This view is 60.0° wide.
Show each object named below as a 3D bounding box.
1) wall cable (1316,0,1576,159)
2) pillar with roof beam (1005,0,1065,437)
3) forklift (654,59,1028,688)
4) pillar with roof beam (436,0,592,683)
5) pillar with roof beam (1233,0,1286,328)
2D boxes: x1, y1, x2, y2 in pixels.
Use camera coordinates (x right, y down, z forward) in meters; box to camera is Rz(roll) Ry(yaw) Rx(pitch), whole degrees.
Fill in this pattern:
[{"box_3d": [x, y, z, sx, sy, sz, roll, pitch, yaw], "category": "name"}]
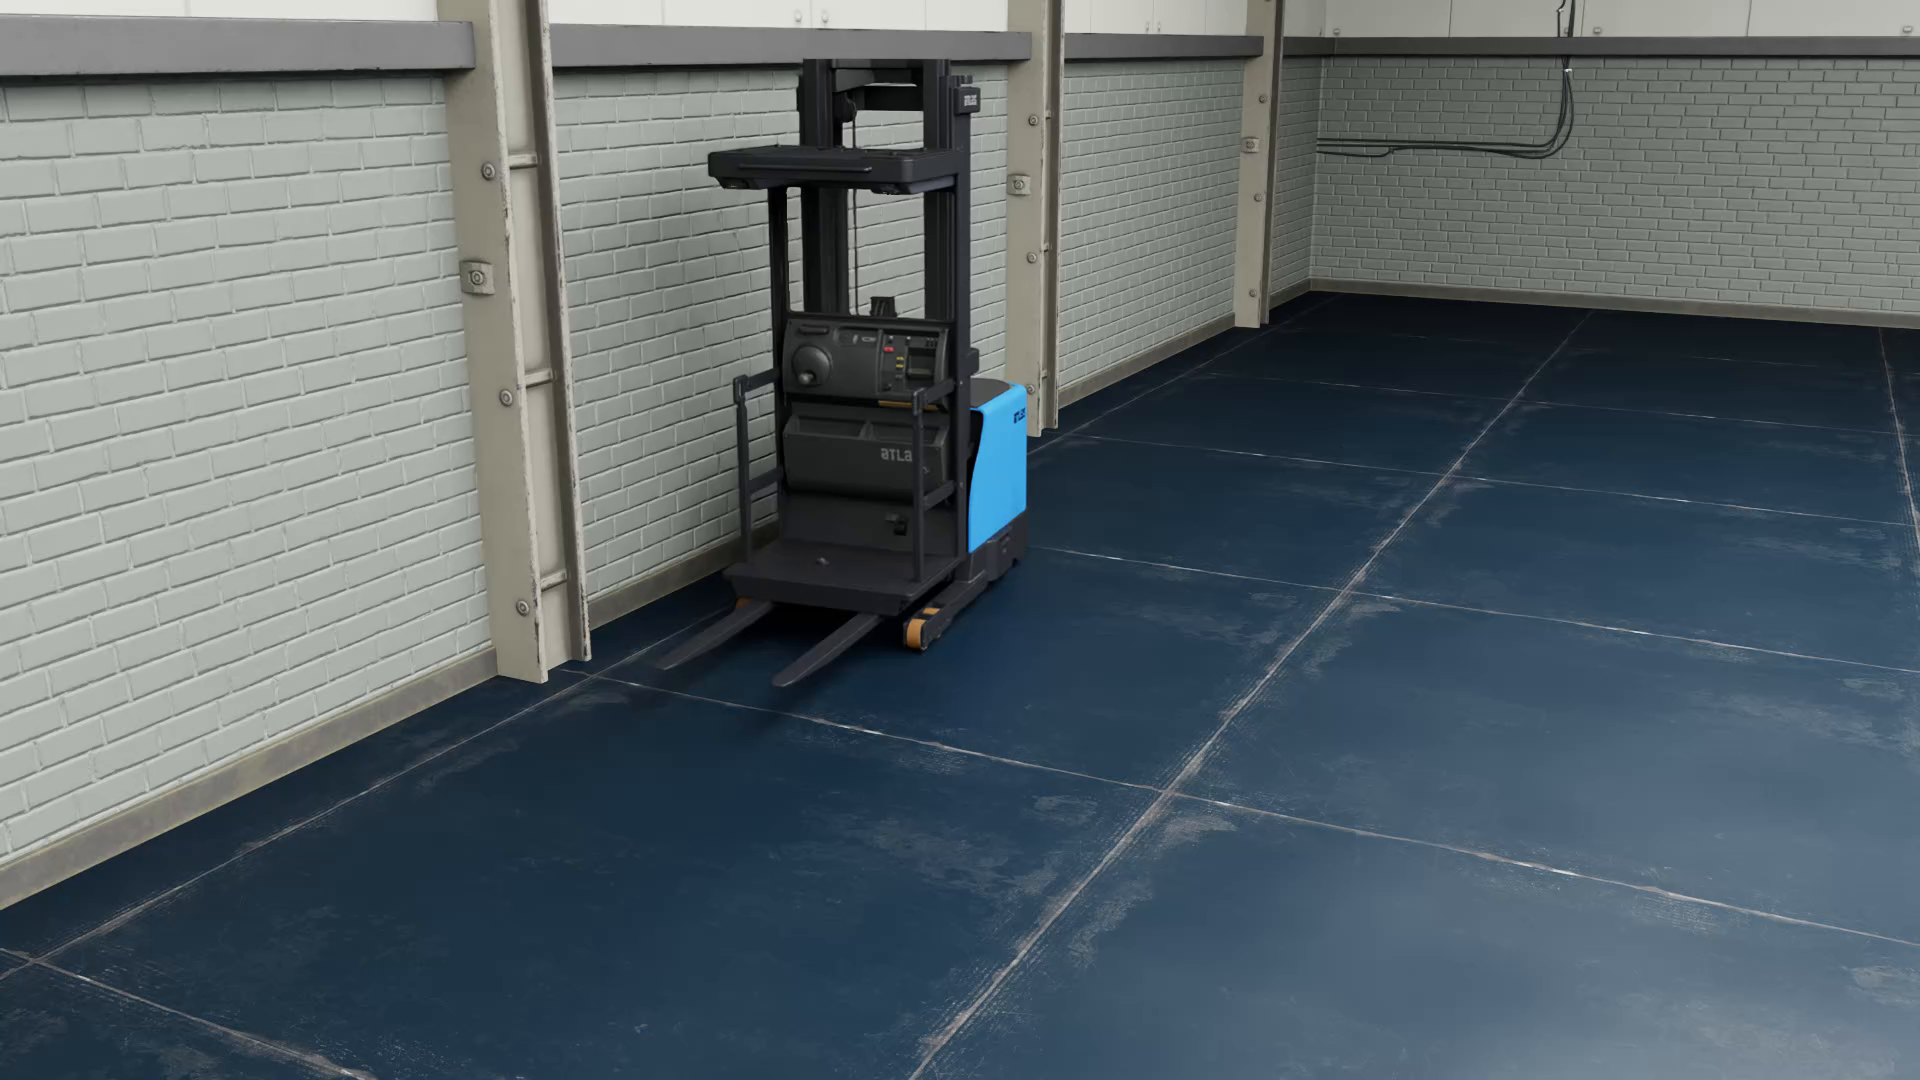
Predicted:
[{"box_3d": [5.759, -5.830, 19.801, 3.097, 2.526, 0.112, 8, 18, 25], "category": "wall cable"}, {"box_3d": [4.429, -4.660, 10.410, 9.100, 9.000, 0.400, 8, 18, 25], "category": "pillar with roof beam"}, {"box_3d": [-0.580, -0.966, 8.629, 1.130, 2.935, 3.031, 6, 18, 20], "category": "forklift"}, {"box_3d": [1.748, -3.132, 5.264, 9.100, 9.000, 0.400, 8, 18, 25], "category": "pillar with roof beam"}, {"box_3d": [7.111, -6.189, 15.555, 9.100, 9.000, 0.400, 8, 18, 25], "category": "pillar with roof beam"}]
